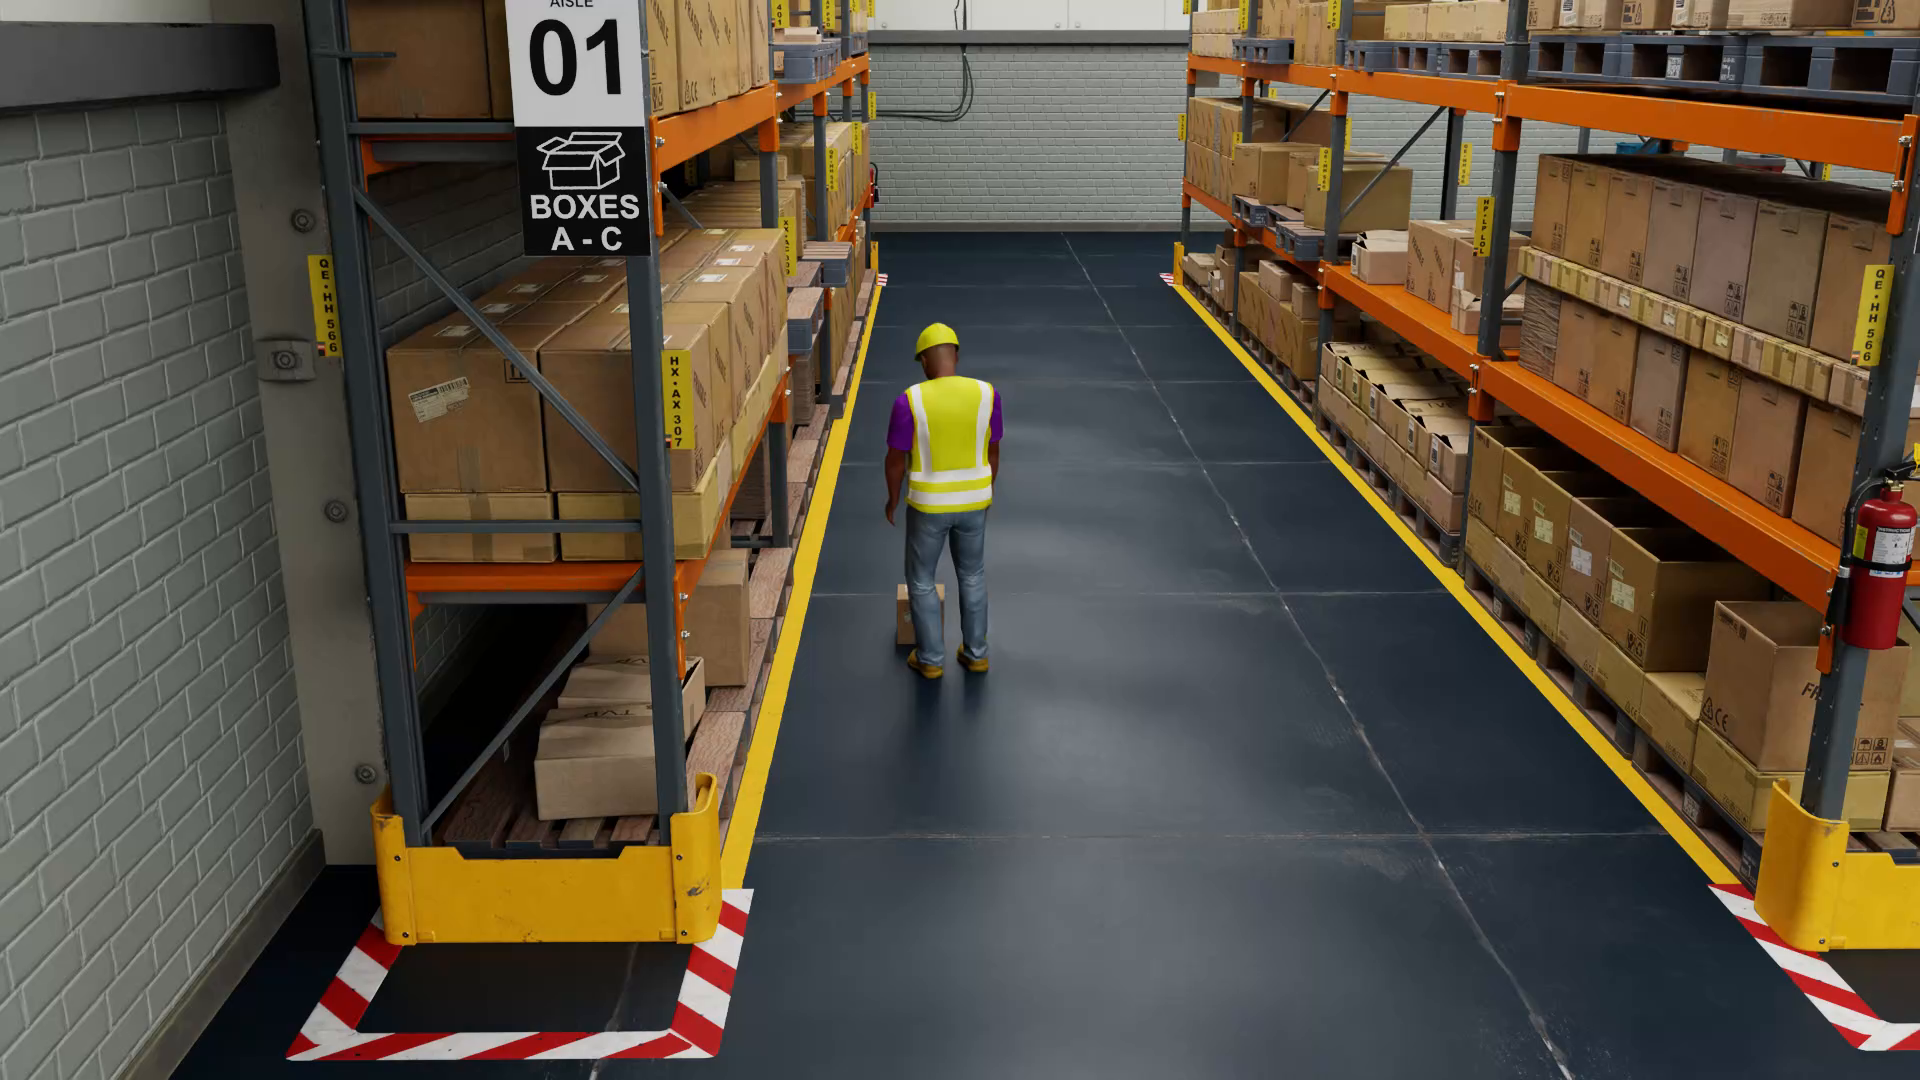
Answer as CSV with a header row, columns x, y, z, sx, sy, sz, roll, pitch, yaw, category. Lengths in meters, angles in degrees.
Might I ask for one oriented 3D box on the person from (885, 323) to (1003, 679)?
x,y,z,sx,sy,sz,roll,pitch,yaw,category
-0.087,-0.190,8.172,0.581,1.737,0.409,-5,18,-16,person
